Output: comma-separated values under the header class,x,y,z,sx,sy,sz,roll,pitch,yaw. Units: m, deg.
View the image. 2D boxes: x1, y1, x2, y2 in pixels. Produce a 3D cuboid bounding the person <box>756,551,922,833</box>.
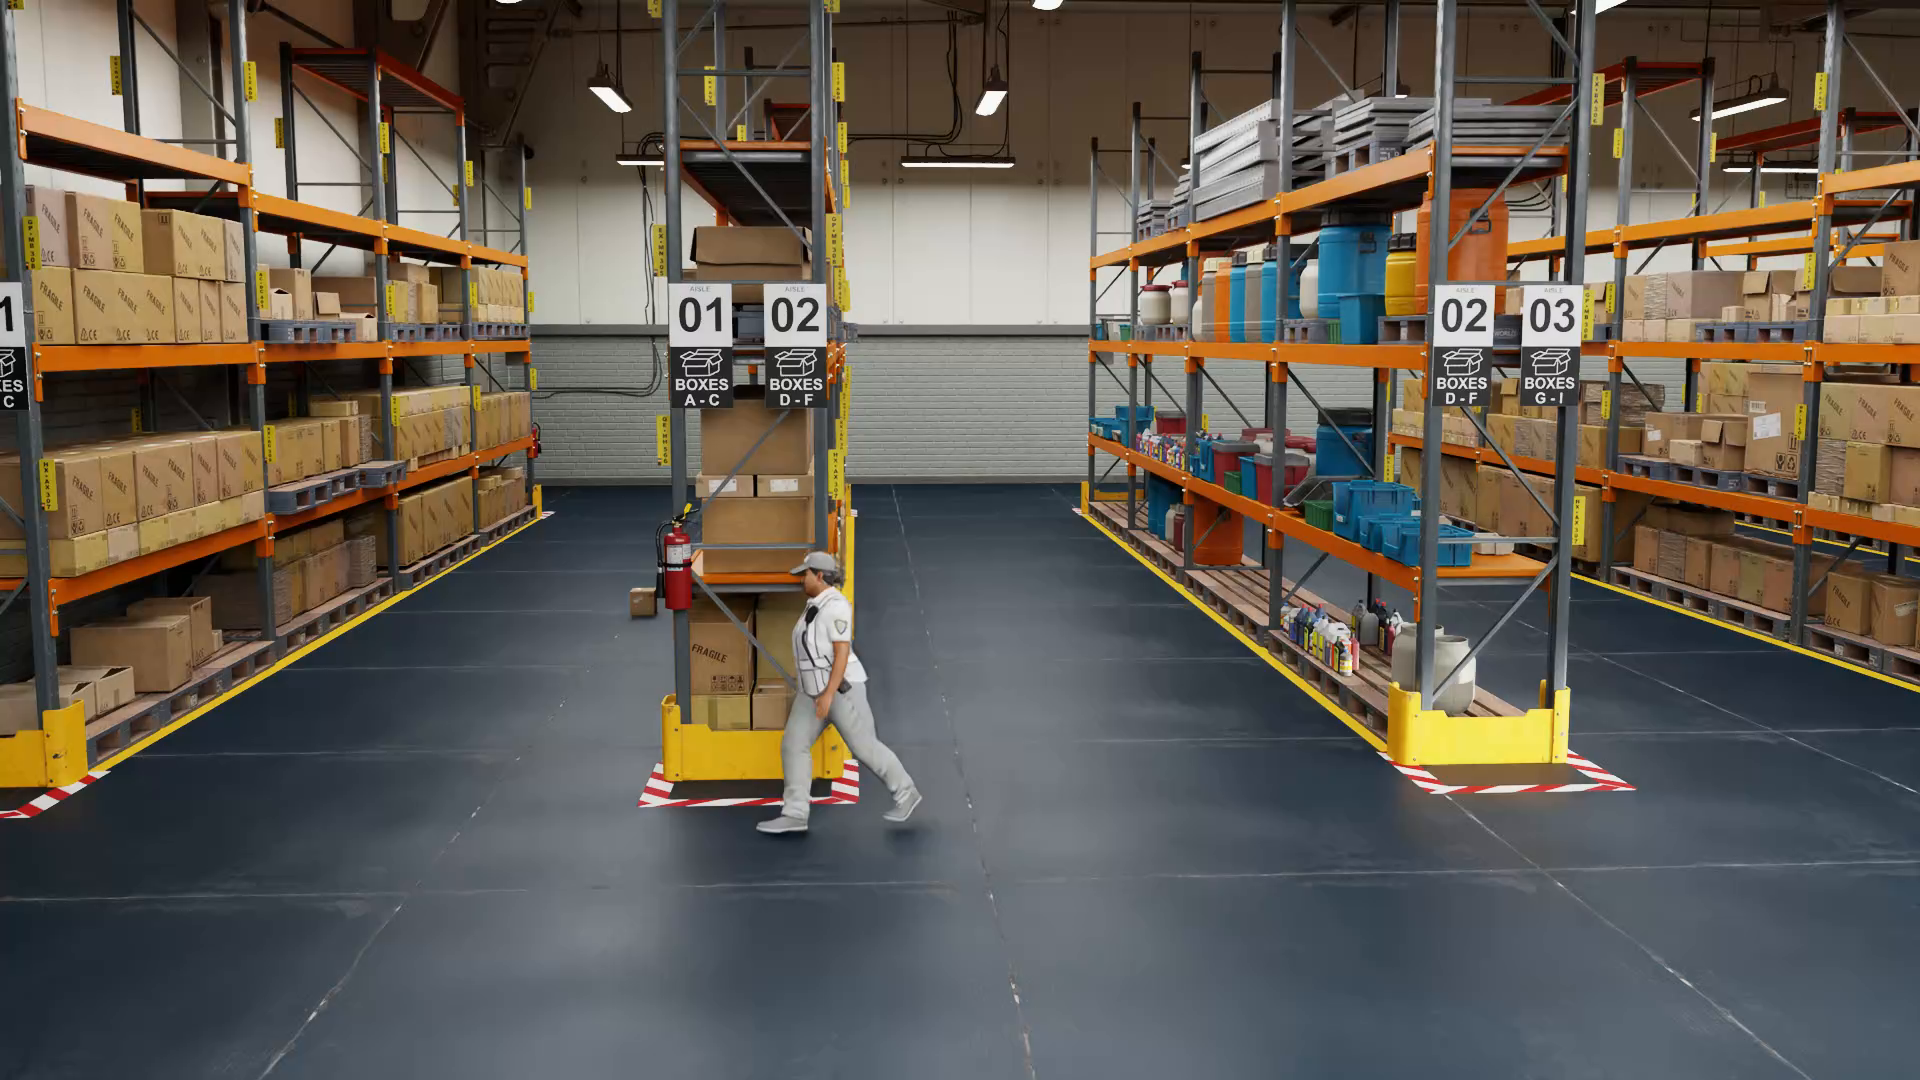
class,x,y,z,sx,sy,sz,roll,pitch,yaw
person,-0.727,0.876,9.670,0.954,1.612,0.538,-4,8,-29
